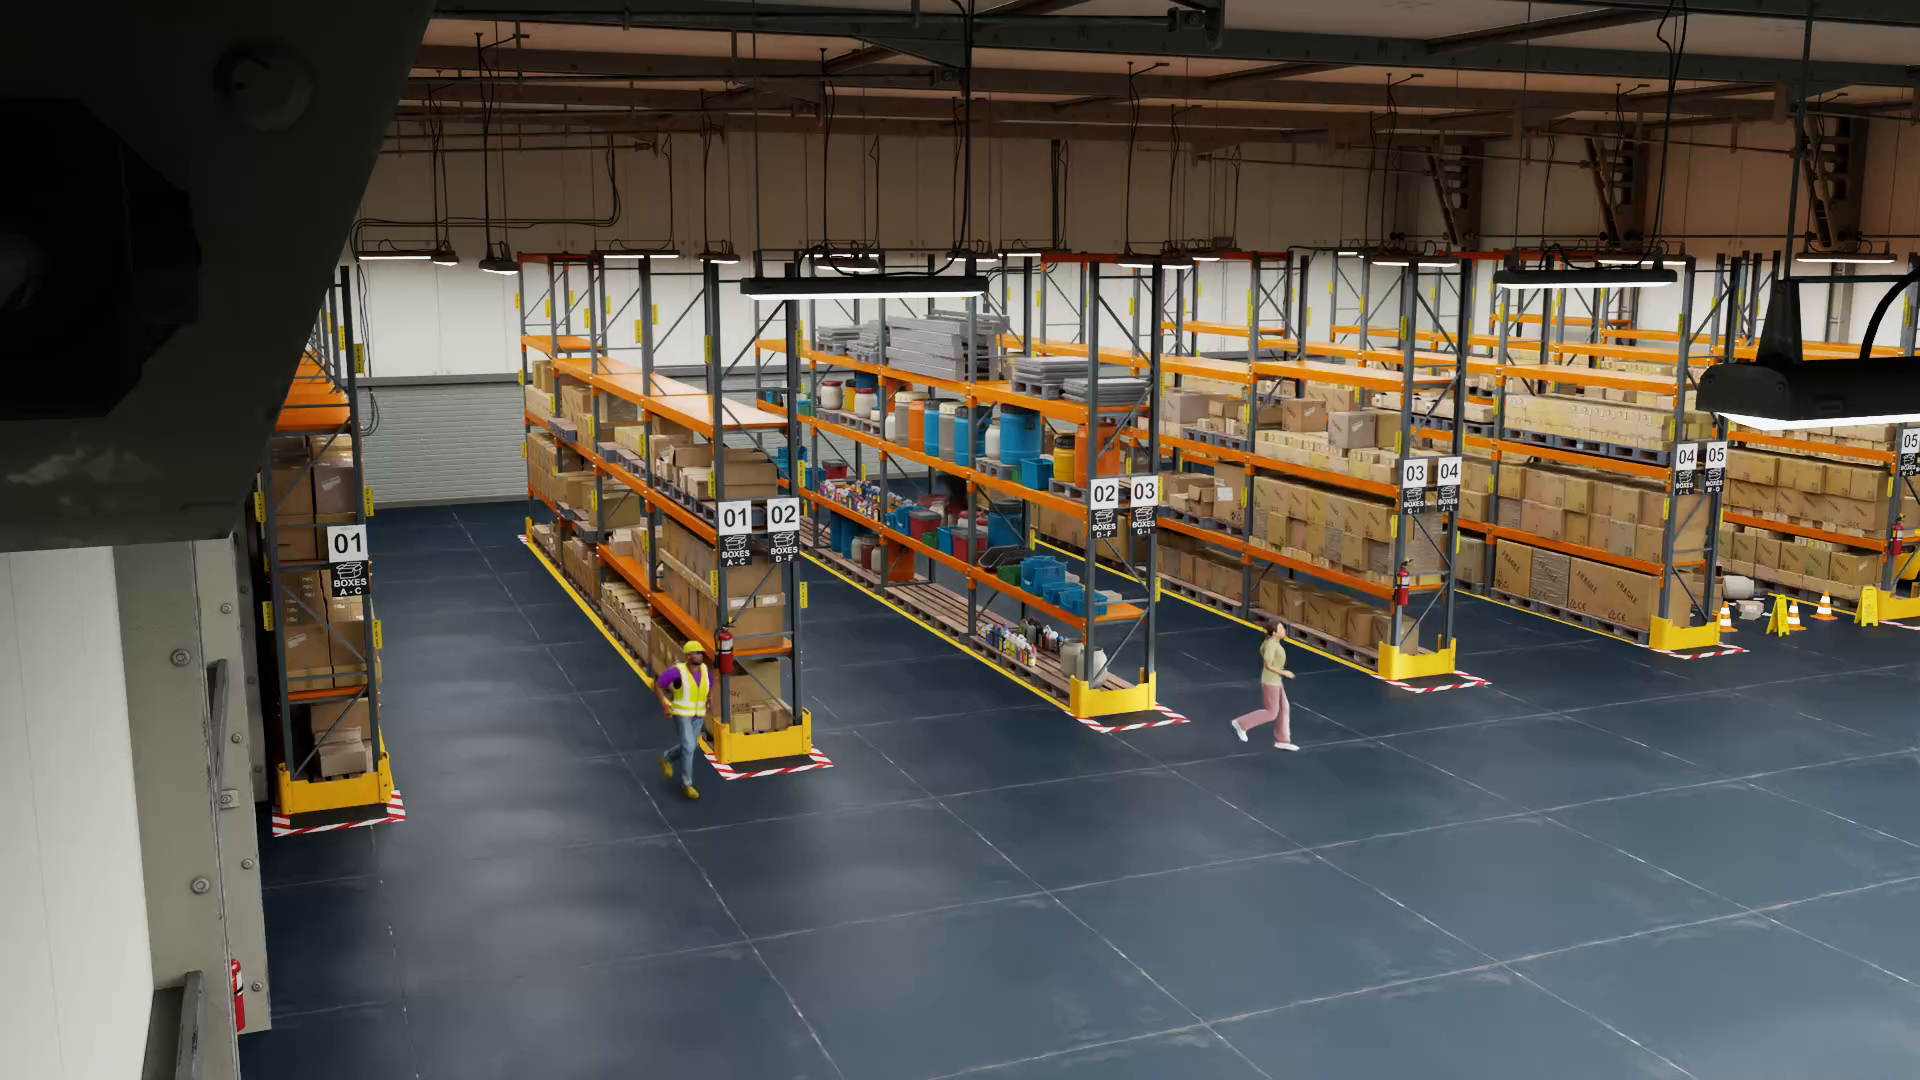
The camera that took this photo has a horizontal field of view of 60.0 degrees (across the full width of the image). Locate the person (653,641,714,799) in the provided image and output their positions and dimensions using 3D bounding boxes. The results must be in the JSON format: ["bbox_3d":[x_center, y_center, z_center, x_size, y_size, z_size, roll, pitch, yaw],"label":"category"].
[{"bbox_3d":[-3.139,2.014,19.226,0.744,1.729,0.898,-10,14,-44],"label":"person"}]

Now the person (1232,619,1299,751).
[{"bbox_3d":[3.826,1.796,20.710,0.838,1.665,0.587,2,11,10],"label":"person"}]
